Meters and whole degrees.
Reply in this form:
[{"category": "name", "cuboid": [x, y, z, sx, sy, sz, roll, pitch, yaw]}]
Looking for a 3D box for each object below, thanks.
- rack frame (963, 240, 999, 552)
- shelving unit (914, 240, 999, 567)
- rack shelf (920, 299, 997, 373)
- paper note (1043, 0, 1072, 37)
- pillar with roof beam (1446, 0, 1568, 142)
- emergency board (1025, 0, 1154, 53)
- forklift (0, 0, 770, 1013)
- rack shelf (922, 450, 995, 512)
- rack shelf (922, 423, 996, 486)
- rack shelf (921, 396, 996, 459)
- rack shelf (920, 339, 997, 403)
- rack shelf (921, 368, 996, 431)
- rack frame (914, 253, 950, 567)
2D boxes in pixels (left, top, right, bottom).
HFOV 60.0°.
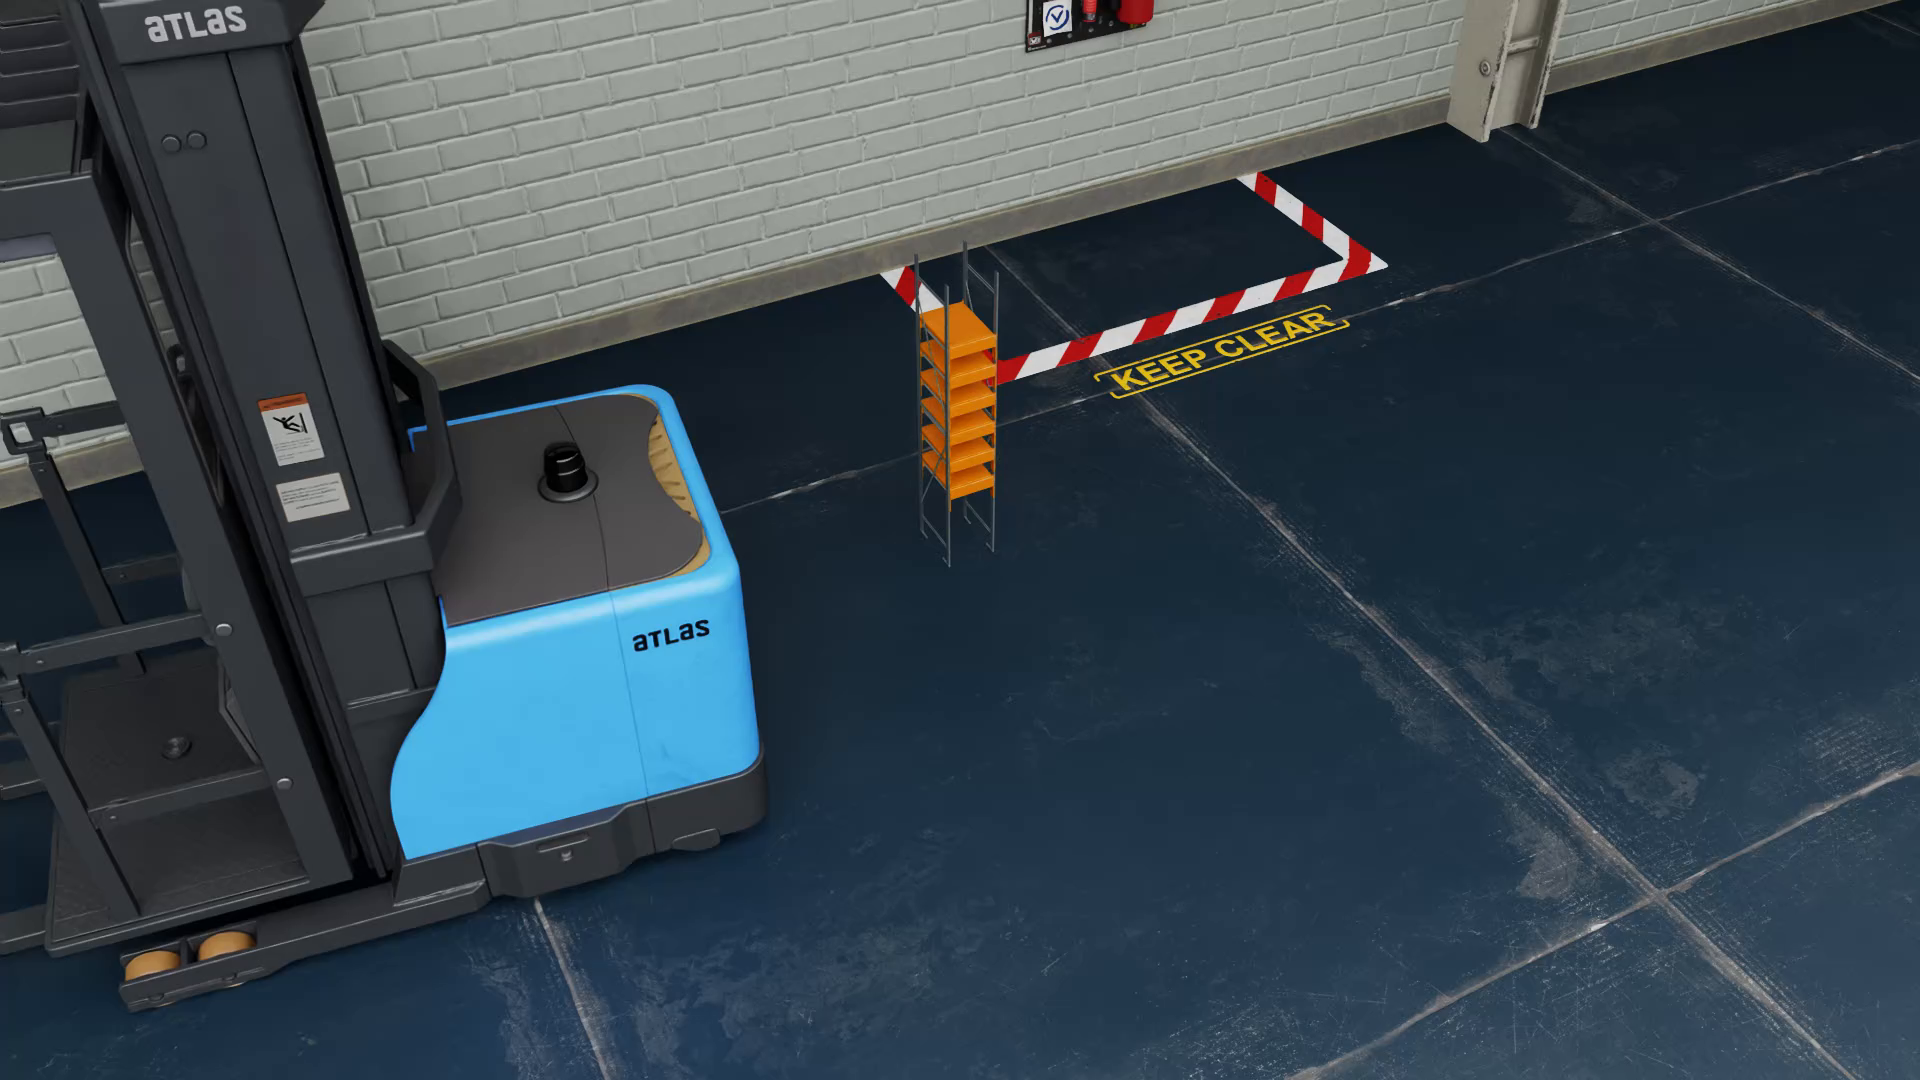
[{"category": "rack frame", "cuboid": [0.068, -0.481, 5.890, 0.006, 1.200, 0.240, -19, 44, -21]}, {"category": "shelving unit", "cuboid": [-0.013, -0.454, 5.857, 0.189, 1.200, 0.258, -19, 44, -21]}, {"category": "rack shelf", "cuboid": [-0.013, -0.694, 5.653, 0.180, 0.103, 0.258, -19, 44, -21]}, {"category": "paper note", "cuboid": [0.432, -2.308, 7.337, 0.142, 0.148, 0.016, -19, 44, -21]}, {"category": "pillar with roof beam", "cuboid": [4.819, -3.196, 3.061, 0.400, 9.000, 9.100, -19, 44, -21]}, {"category": "emergency board", "cuboid": [0.621, -2.658, 7.068, 0.643, 1.169, 0.194, -19, 44, -21]}, {"category": "forklift", "cuboid": [-2.164, -0.188, 4.203, 3.031, 2.935, 1.130, -13, 42, -15]}, {"category": "rack shelf", "cuboid": [-0.013, -0.237, 6.041, 0.180, 0.103, 0.258, -19, 44, -21]}, {"category": "rack shelf", "cuboid": [-0.013, -0.328, 5.963, 0.180, 0.103, 0.258, -19, 44, -21]}, {"category": "rack shelf", "cuboid": [-0.013, -0.420, 5.886, 0.180, 0.103, 0.258, -19, 44, -21]}, {"category": "rack shelf", "cuboid": [-0.013, -0.603, 5.731, 0.180, 0.103, 0.258, -19, 44, -21]}, {"category": "rack shelf", "cuboid": [-0.013, -0.511, 5.808, 0.180, 0.103, 0.258, -19, 44, -21]}, {"category": "rack frame", "cuboid": [-0.094, -0.426, 5.825, 0.006, 1.200, 0.240, -19, 44, -21]}]
